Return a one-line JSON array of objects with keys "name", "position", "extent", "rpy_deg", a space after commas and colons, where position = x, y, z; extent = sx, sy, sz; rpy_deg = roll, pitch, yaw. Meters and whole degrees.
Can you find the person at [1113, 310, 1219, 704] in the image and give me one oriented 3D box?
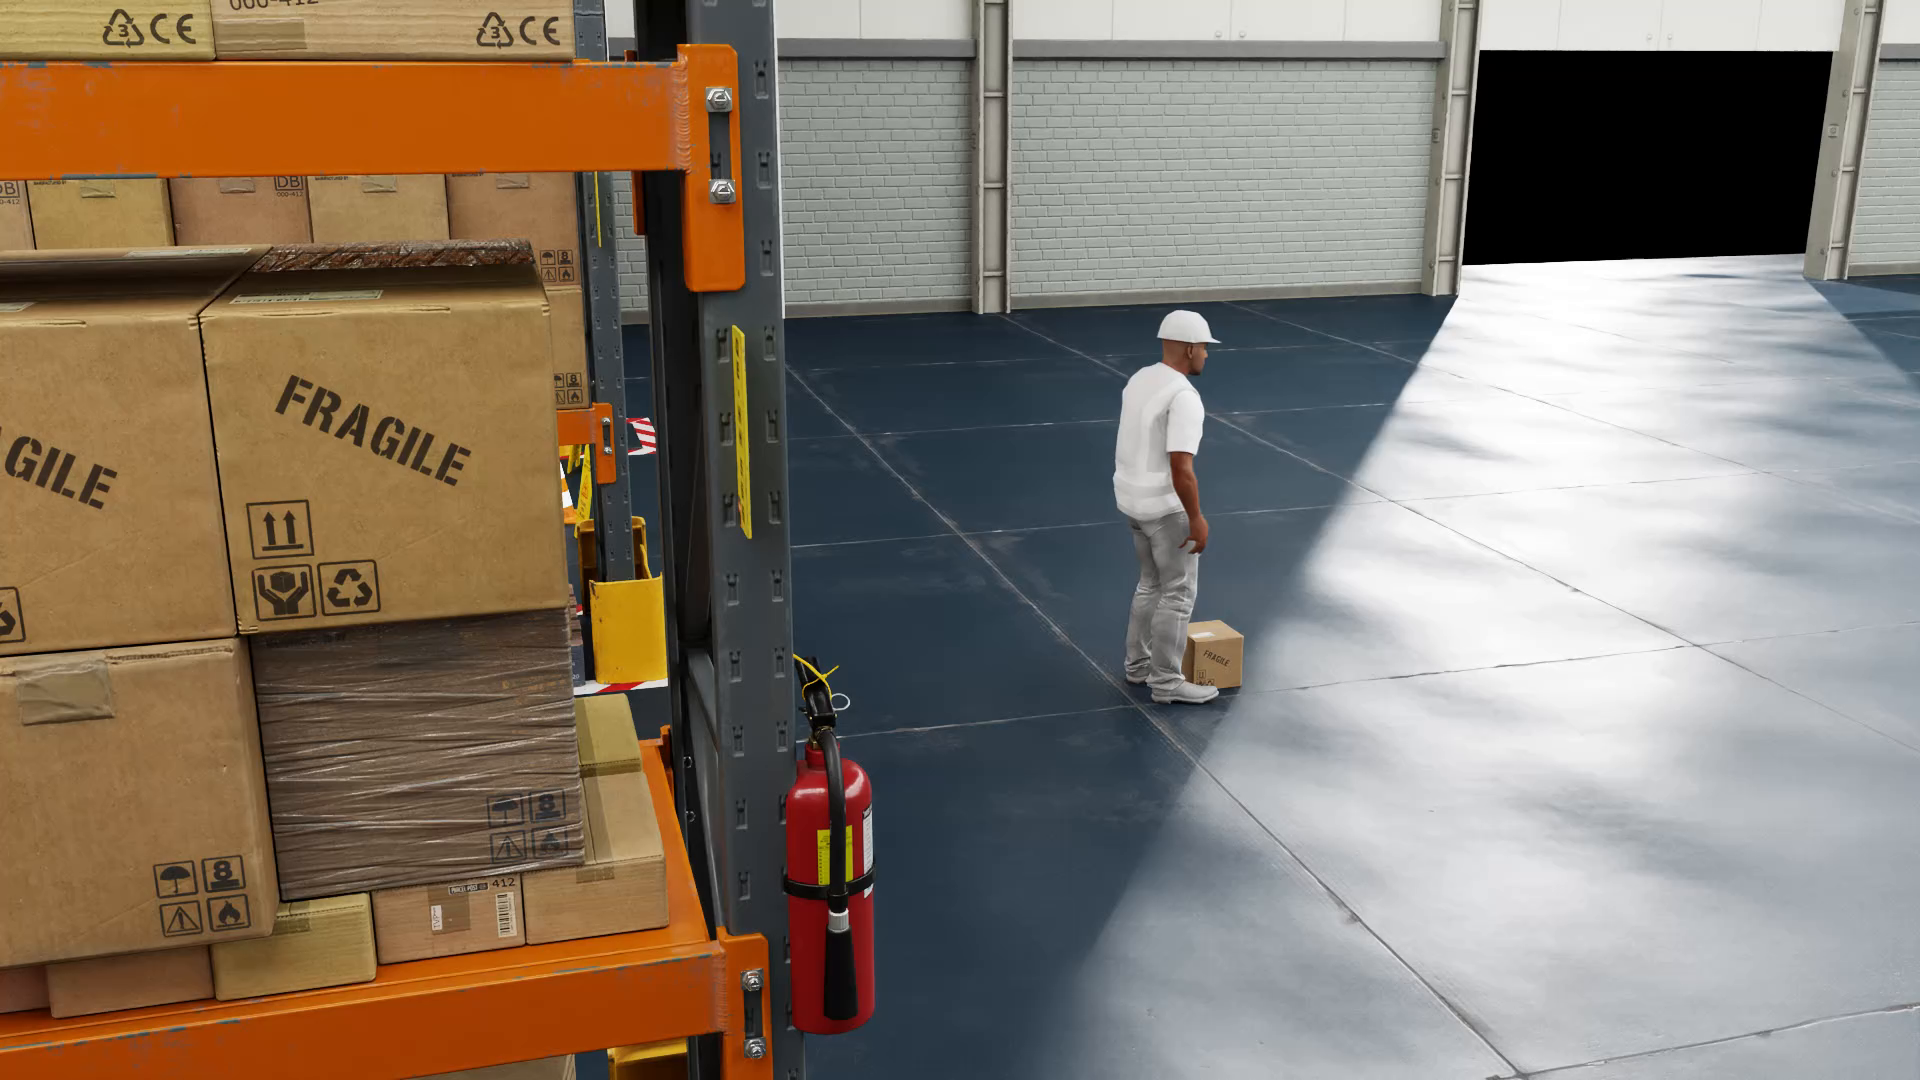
[{"name": "person", "position": [0.944, -0.157, 7.556], "extent": [0.458, 1.757, 0.626], "rpy_deg": [-5, 17, -17]}]
